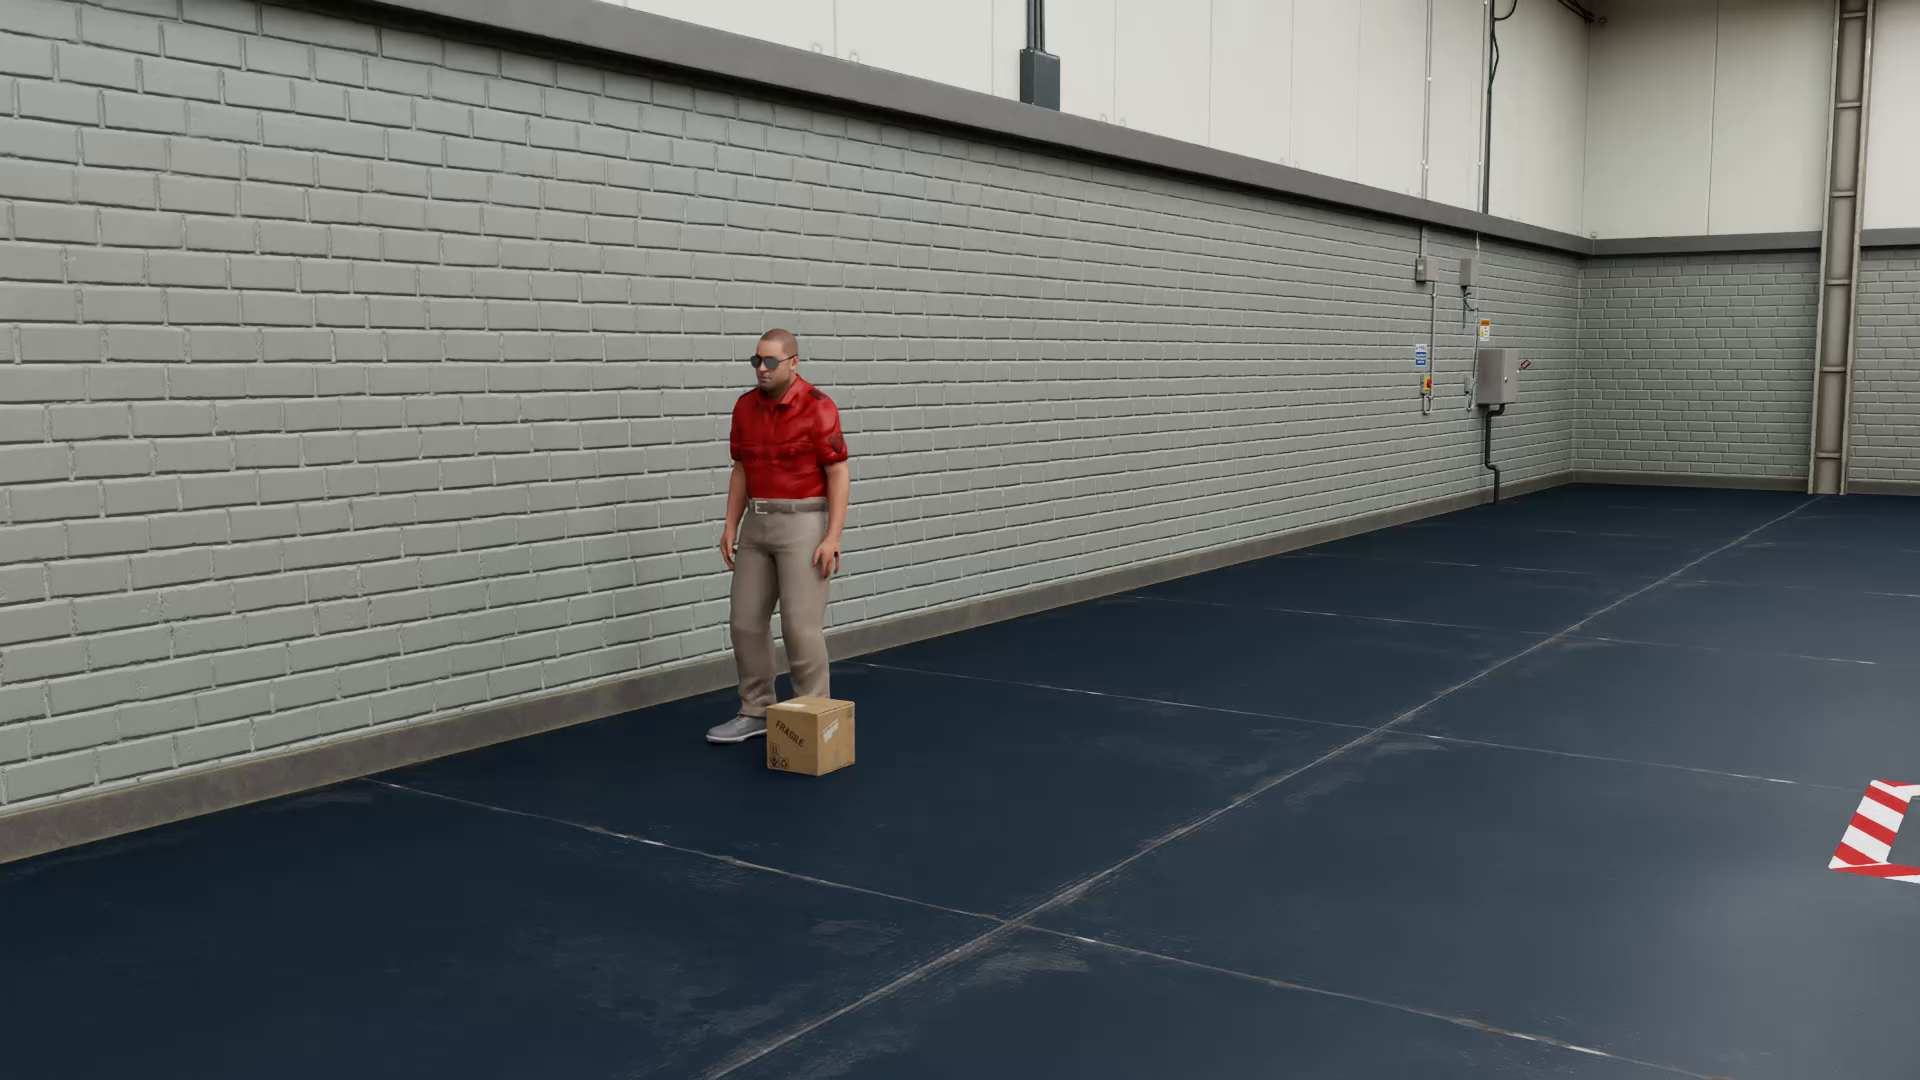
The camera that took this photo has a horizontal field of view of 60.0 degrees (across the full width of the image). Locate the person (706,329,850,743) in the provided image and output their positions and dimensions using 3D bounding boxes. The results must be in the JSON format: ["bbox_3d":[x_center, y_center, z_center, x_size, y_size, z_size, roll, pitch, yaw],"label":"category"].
[{"bbox_3d":[-0.740,-0.006,6.895,0.599,1.726,0.393,4,7,30],"label":"person"}]
